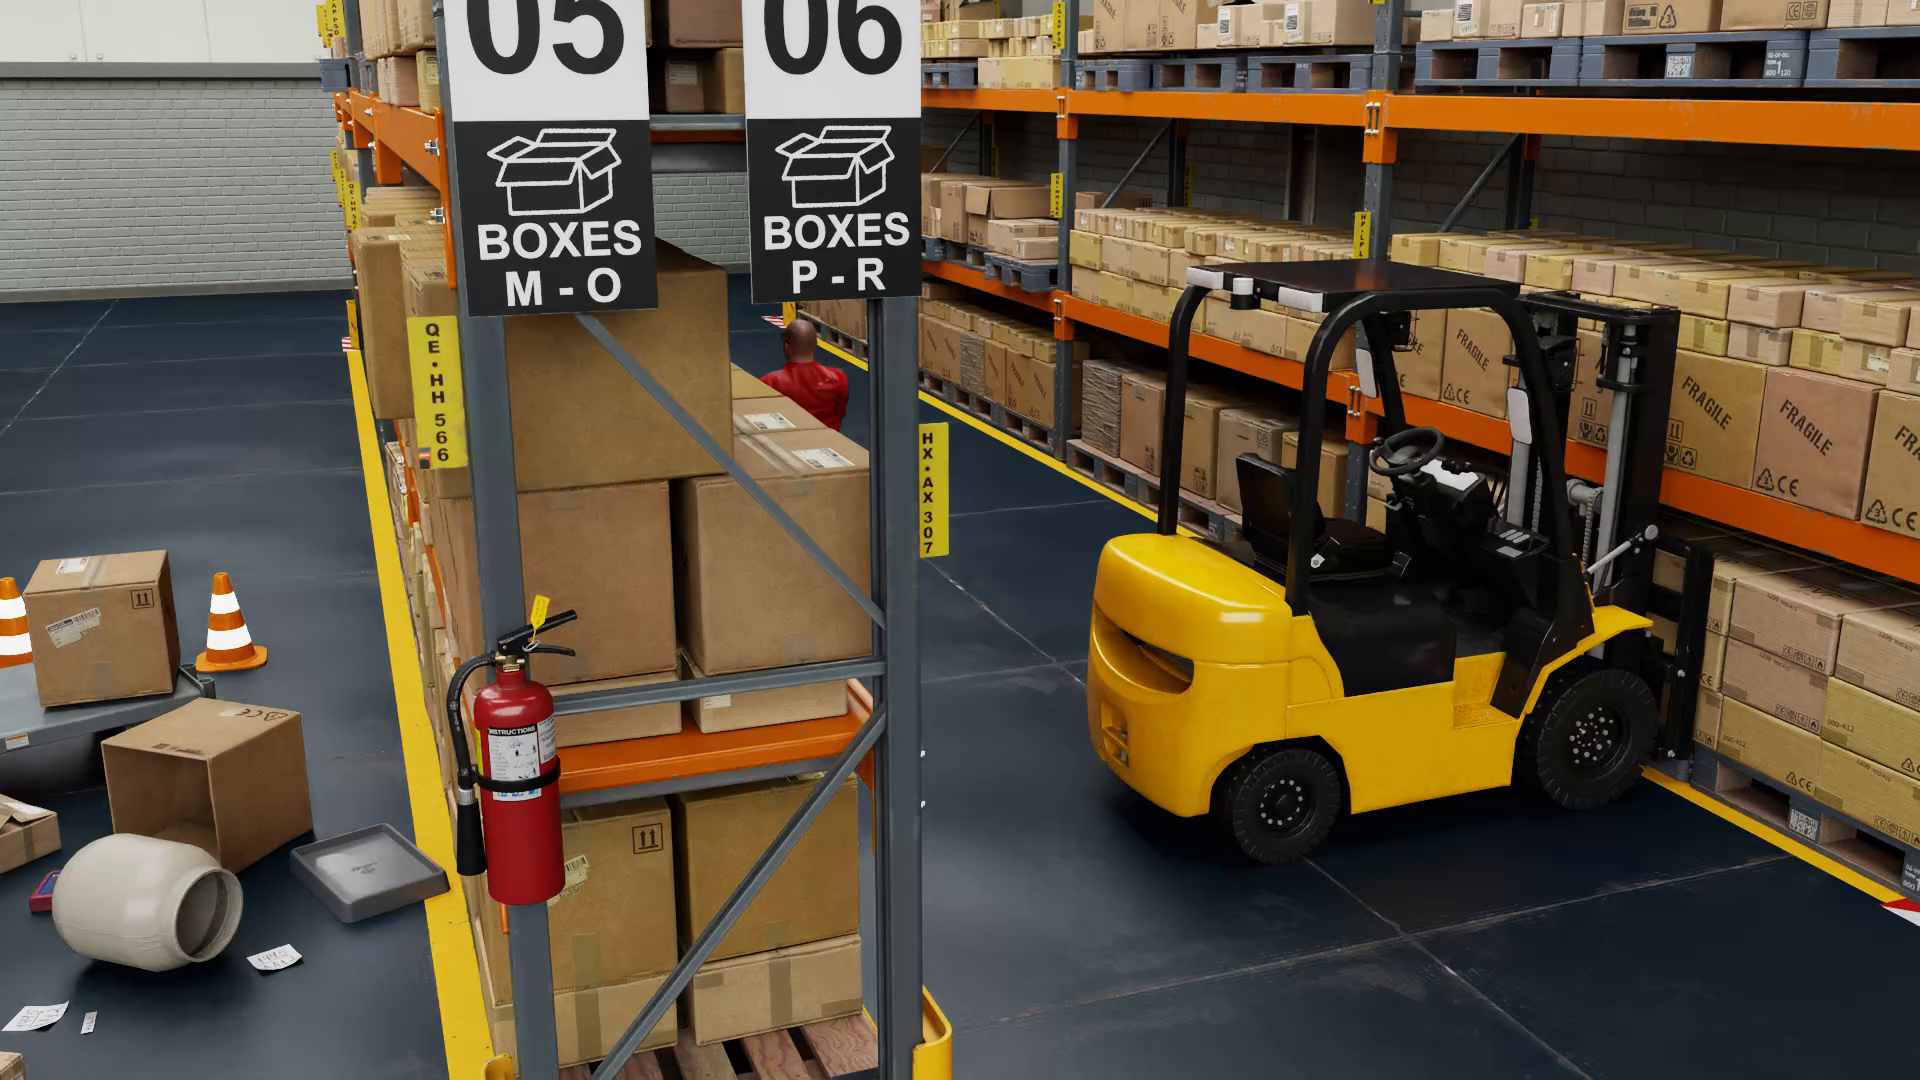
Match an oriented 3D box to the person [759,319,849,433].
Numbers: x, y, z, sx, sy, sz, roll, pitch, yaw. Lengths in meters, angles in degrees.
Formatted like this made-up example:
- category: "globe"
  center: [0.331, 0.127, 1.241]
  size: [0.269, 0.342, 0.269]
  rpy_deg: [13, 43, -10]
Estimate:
- category: "person"
  center: [-0.856, -0.326, 8.748]
  size: [0.495, 1.715, 0.530]
  rpy_deg: [-6, 17, -21]
